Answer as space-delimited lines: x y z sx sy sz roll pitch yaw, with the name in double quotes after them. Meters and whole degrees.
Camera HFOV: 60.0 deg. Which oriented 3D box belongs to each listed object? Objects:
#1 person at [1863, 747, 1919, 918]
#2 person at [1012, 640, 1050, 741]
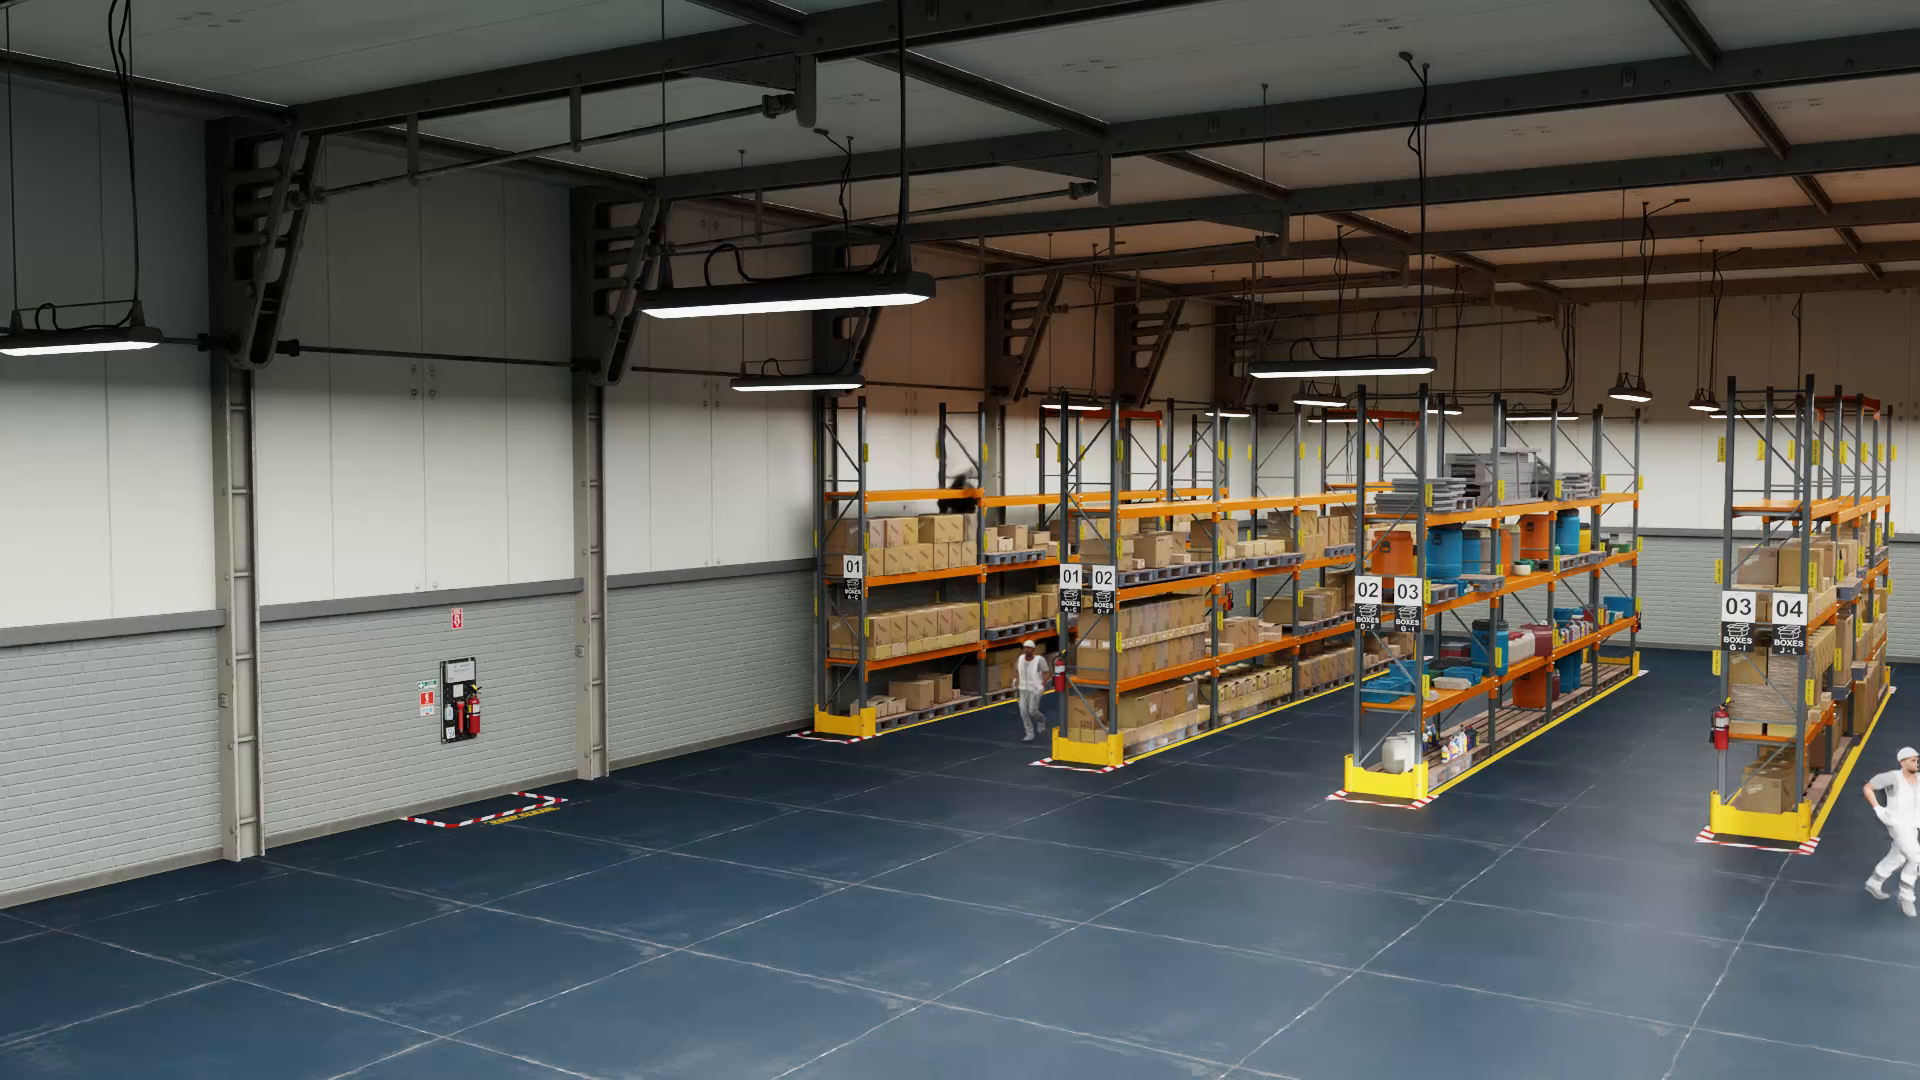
10.310 3.164 18.224 0.632 1.823 0.823 -1 3 -21 "person"
1.240 2.607 29.009 0.690 1.743 0.615 2 3 29 "person"
